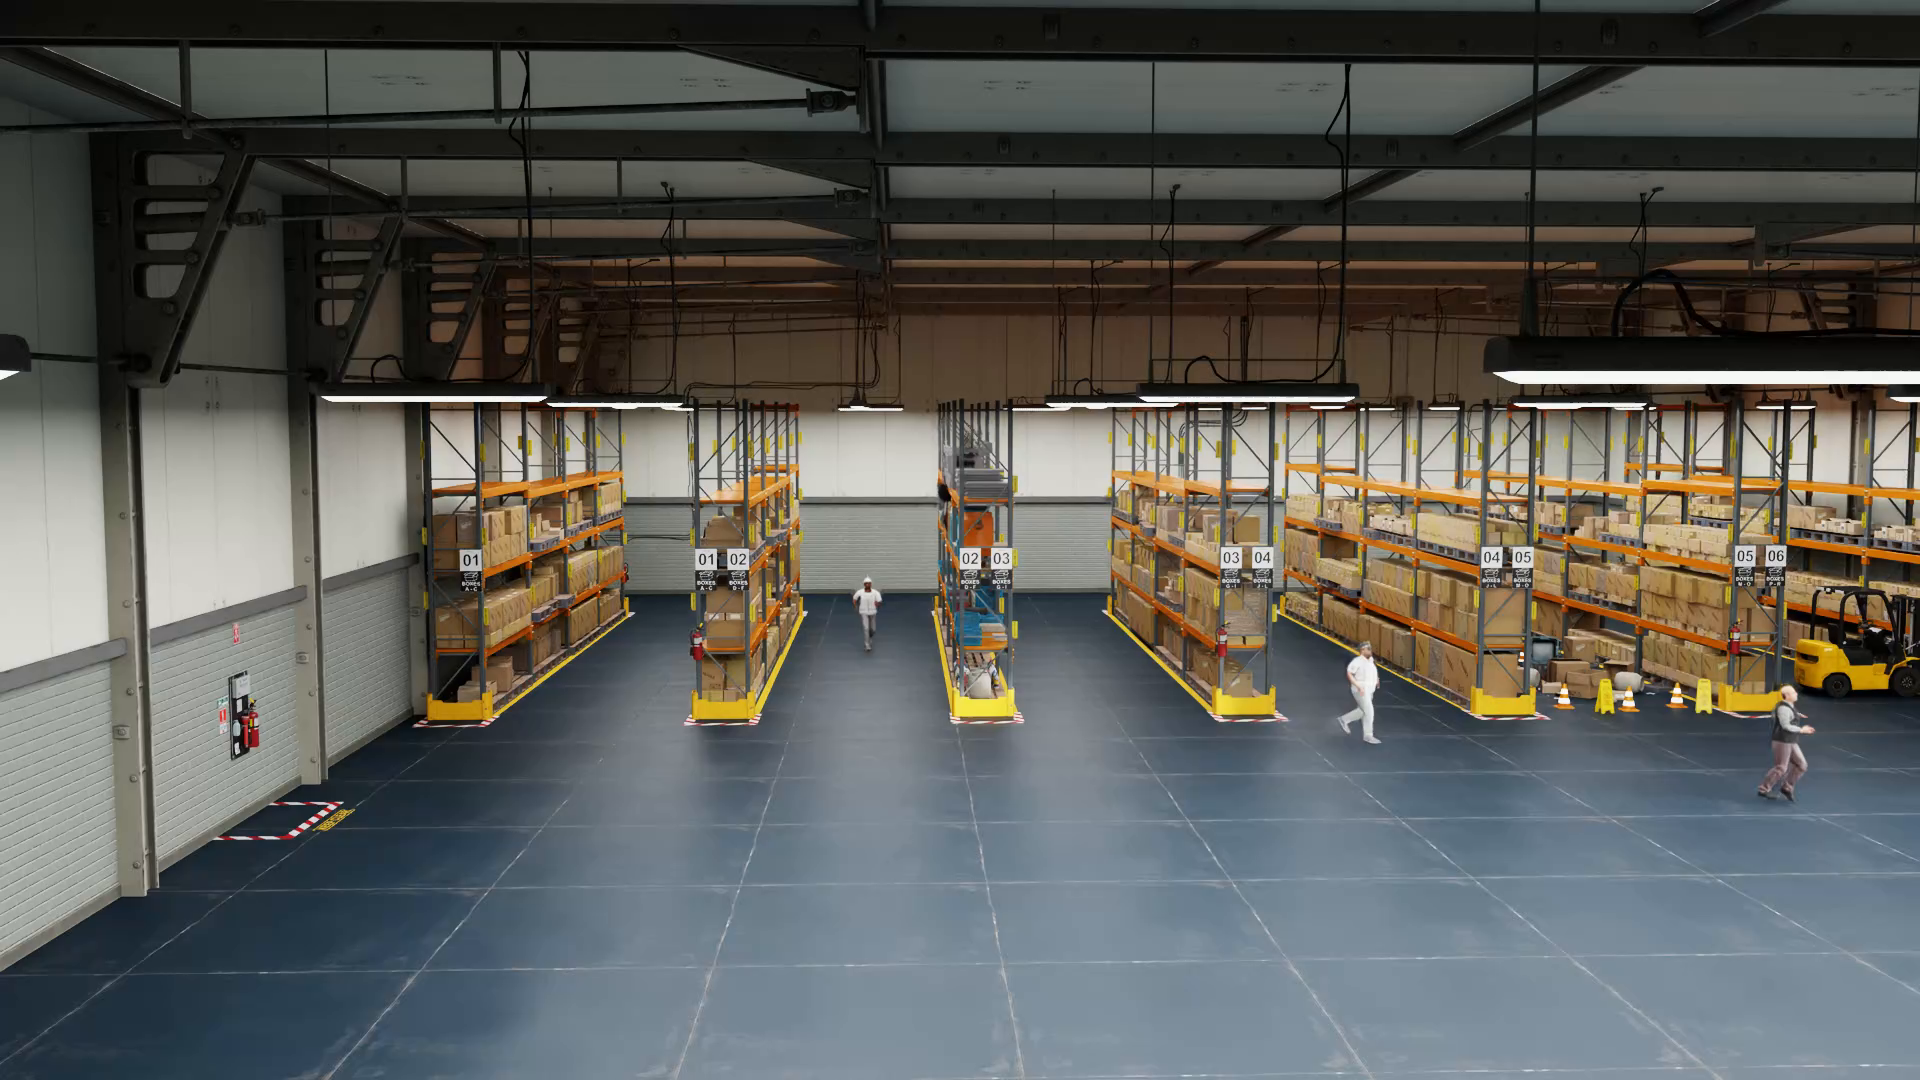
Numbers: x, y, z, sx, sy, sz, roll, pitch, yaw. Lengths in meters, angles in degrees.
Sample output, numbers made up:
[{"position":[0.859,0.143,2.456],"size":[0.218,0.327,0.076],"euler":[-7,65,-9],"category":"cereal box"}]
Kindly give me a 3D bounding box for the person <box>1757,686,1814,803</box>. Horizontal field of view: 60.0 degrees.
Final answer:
[{"position":[12.159,3.026,24.460],"size":[0.727,1.774,0.670],"euler":[3,5,34],"category":"person"}]

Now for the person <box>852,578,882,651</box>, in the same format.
[{"position":[-2.235,1.787,40.346],"size":[0.714,1.743,0.907],"euler":[-1,4,-11],"category":"person"}]

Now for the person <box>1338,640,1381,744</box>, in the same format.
[{"position":[7.011,2.627,29.097],"size":[0.832,1.787,0.662],"euler":[4,6,40],"category":"person"}]
